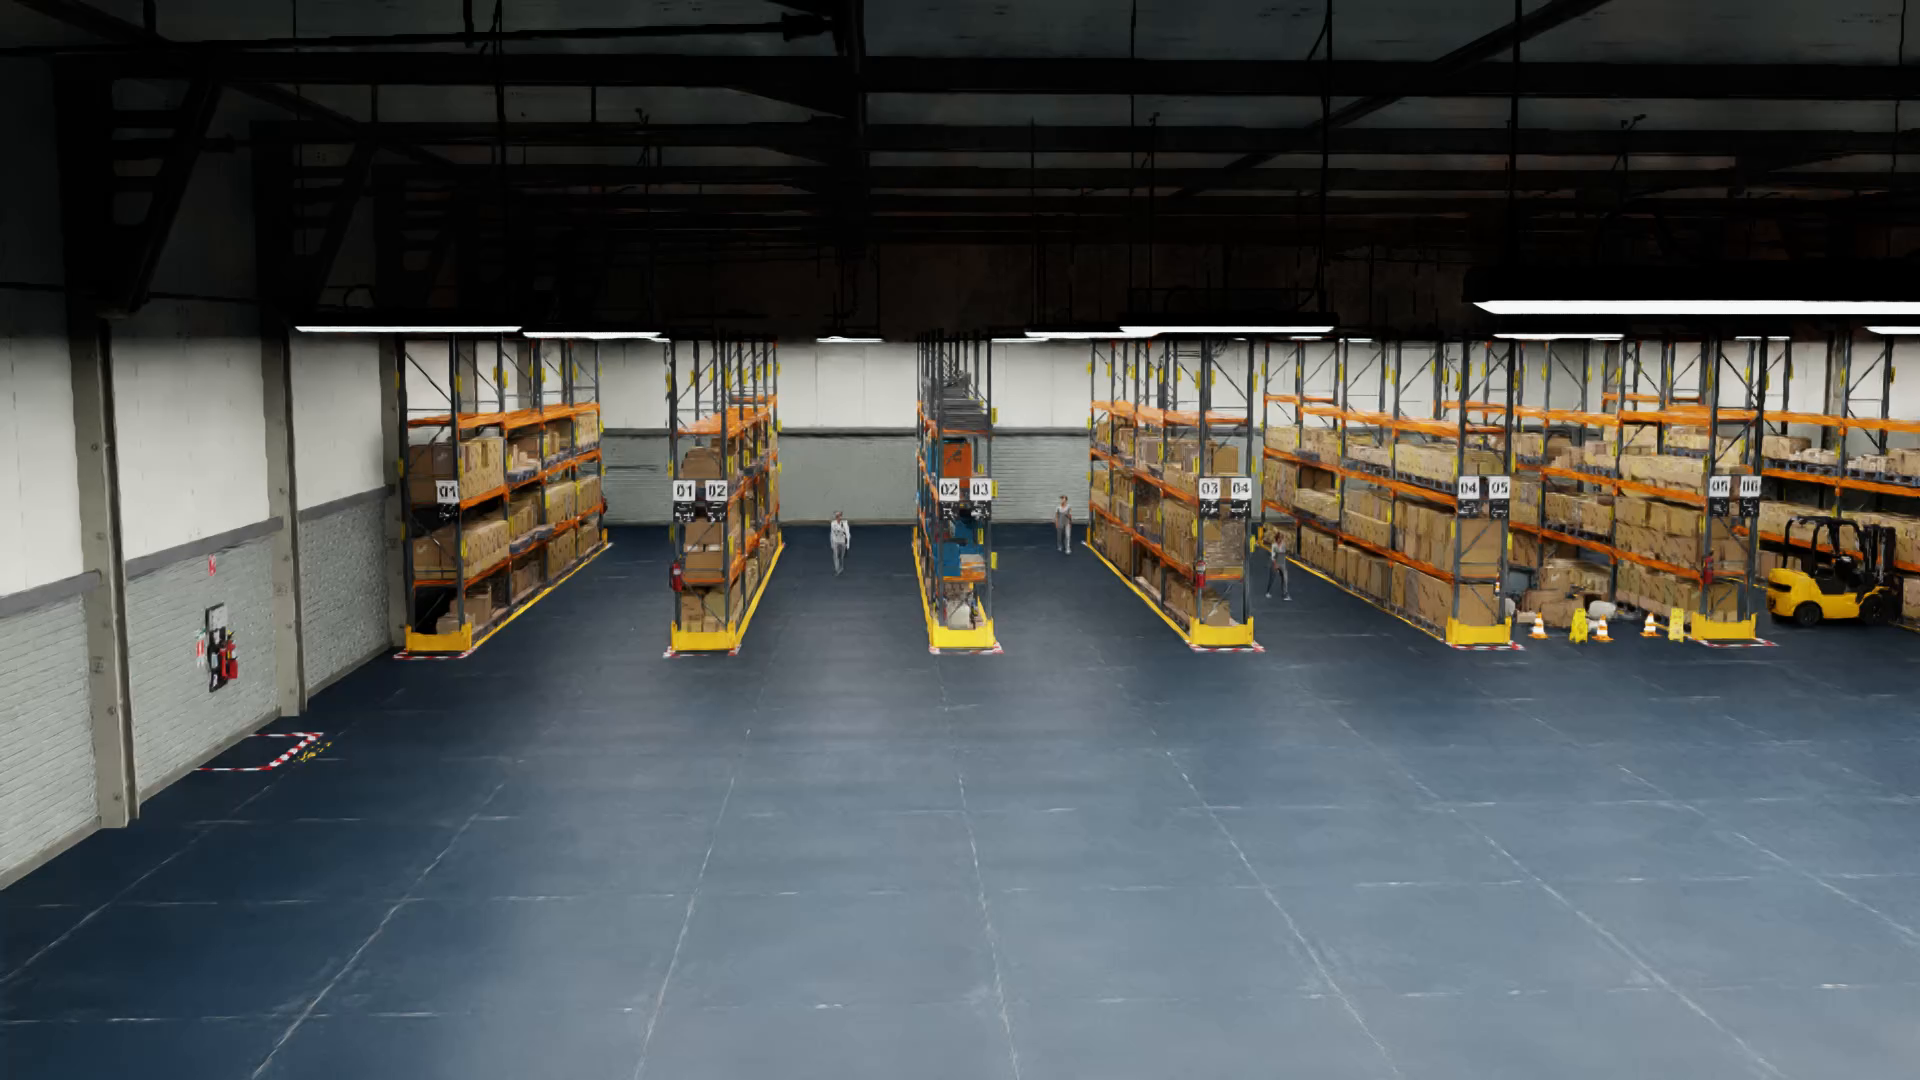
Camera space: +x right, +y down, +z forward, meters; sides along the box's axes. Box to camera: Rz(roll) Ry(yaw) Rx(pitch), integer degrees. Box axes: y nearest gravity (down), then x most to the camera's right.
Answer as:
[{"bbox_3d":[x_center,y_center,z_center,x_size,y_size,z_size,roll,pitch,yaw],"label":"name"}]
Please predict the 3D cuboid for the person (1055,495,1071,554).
[{"bbox_3d":[2.822,-0.449,45.566,0.446,1.588,1.110,0,7,0],"label":"person"}]

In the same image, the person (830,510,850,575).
[{"bbox_3d":[-2.977,0.040,41.331,0.500,1.625,0.988,0,7,-4],"label":"person"}]

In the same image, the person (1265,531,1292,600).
[{"bbox_3d":[7.114,0.563,37.254,0.411,1.533,0.957,-1,7,-11],"label":"person"}]
